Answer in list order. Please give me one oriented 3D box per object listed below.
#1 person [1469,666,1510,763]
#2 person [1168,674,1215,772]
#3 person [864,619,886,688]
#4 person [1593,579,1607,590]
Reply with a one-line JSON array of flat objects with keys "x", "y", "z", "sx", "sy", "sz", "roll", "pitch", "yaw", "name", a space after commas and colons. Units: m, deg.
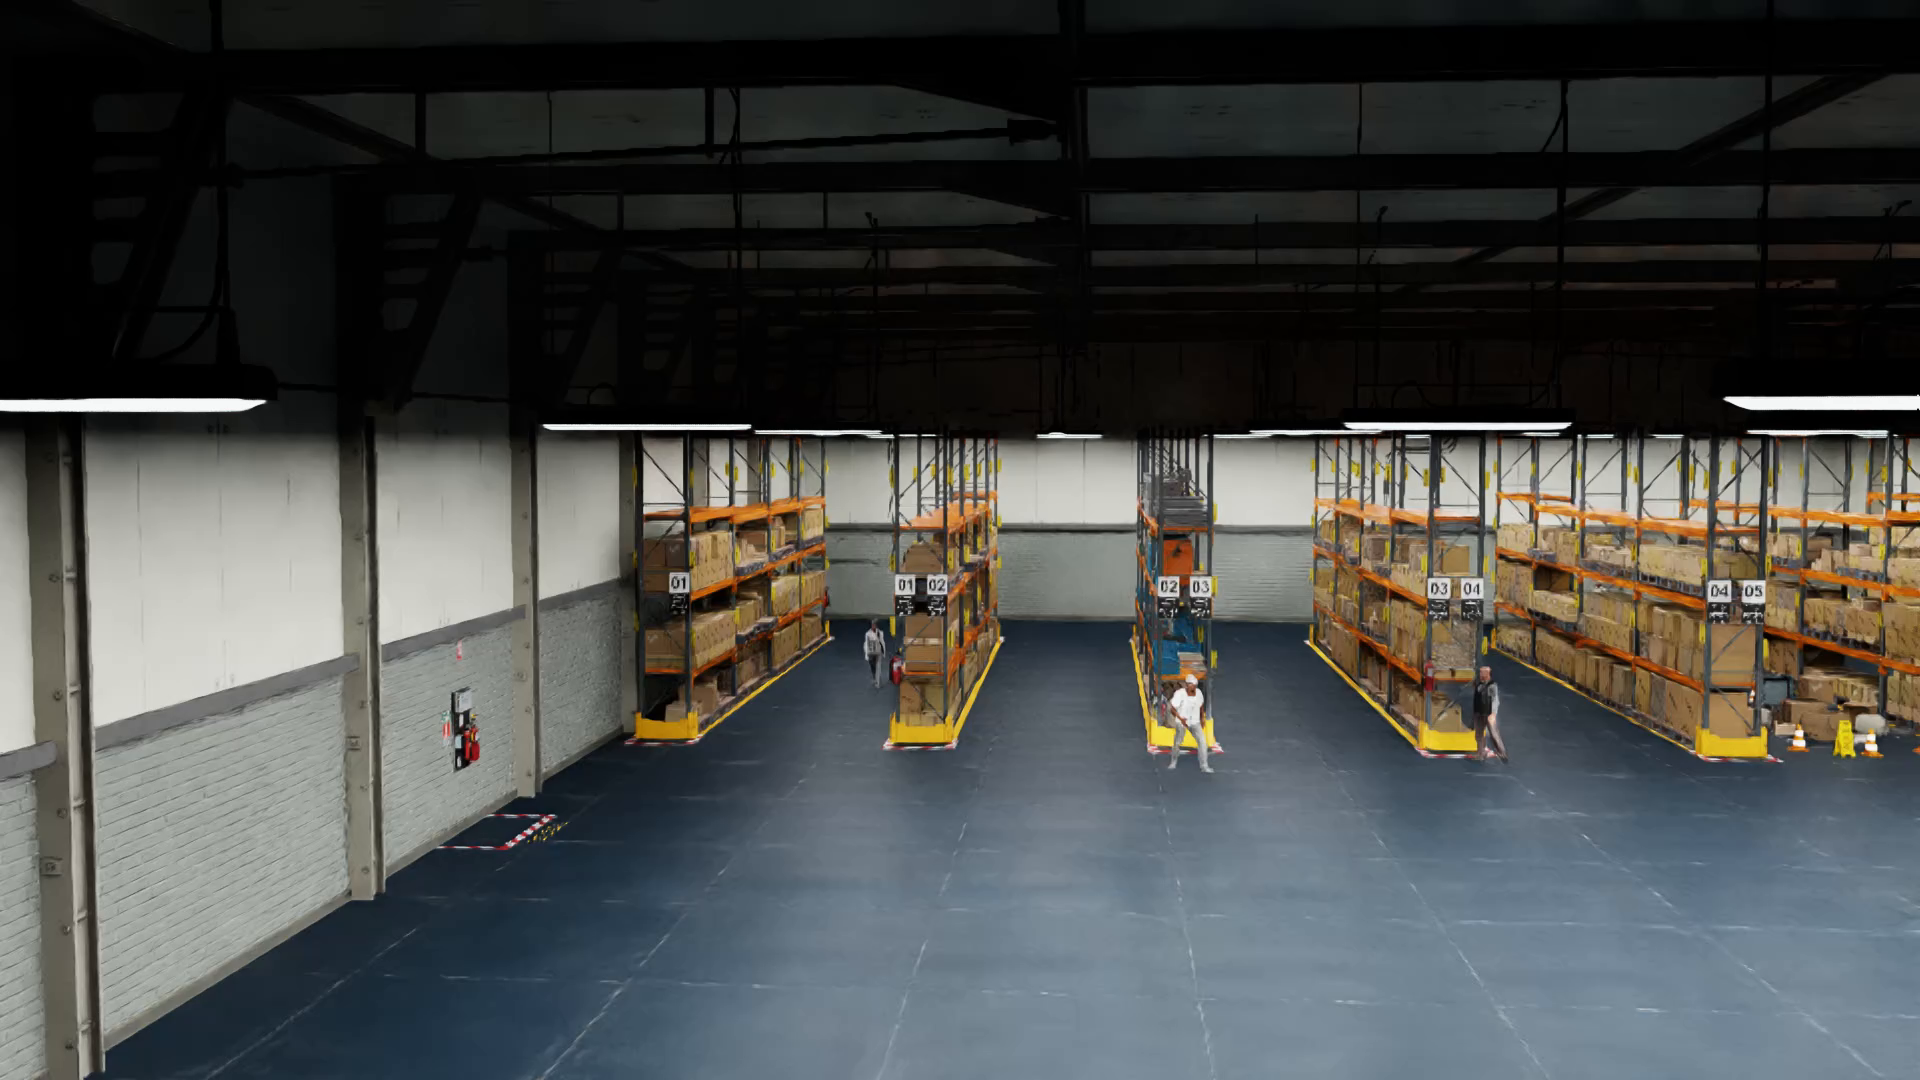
[{"x": 9.412, "y": 3.096, "z": 29.527, "sx": 0.508, "sy": 1.718, "sz": 0.723, "roll": -2, "pitch": 4, "yaw": -26, "name": "person"}, {"x": 3.926, "y": 3.139, "z": 28.655, "sx": 0.696, "sy": 1.696, "sz": 0.823, "roll": -1, "pitch": 4, "yaw": -13, "name": "person"}, {"x": -1.981, "y": 2.598, "z": 38.455, "sx": 0.495, "sy": 1.589, "sz": 1.086, "roll": 0, "pitch": 3, "yaw": 7, "name": "person"}, {"x": 18.974, "y": 1.944, "z": 49.203, "sx": 0.501, "sy": 1.659, "sz": 0.551, "roll": 3, "pitch": 5, "yaw": 41, "name": "person"}]
